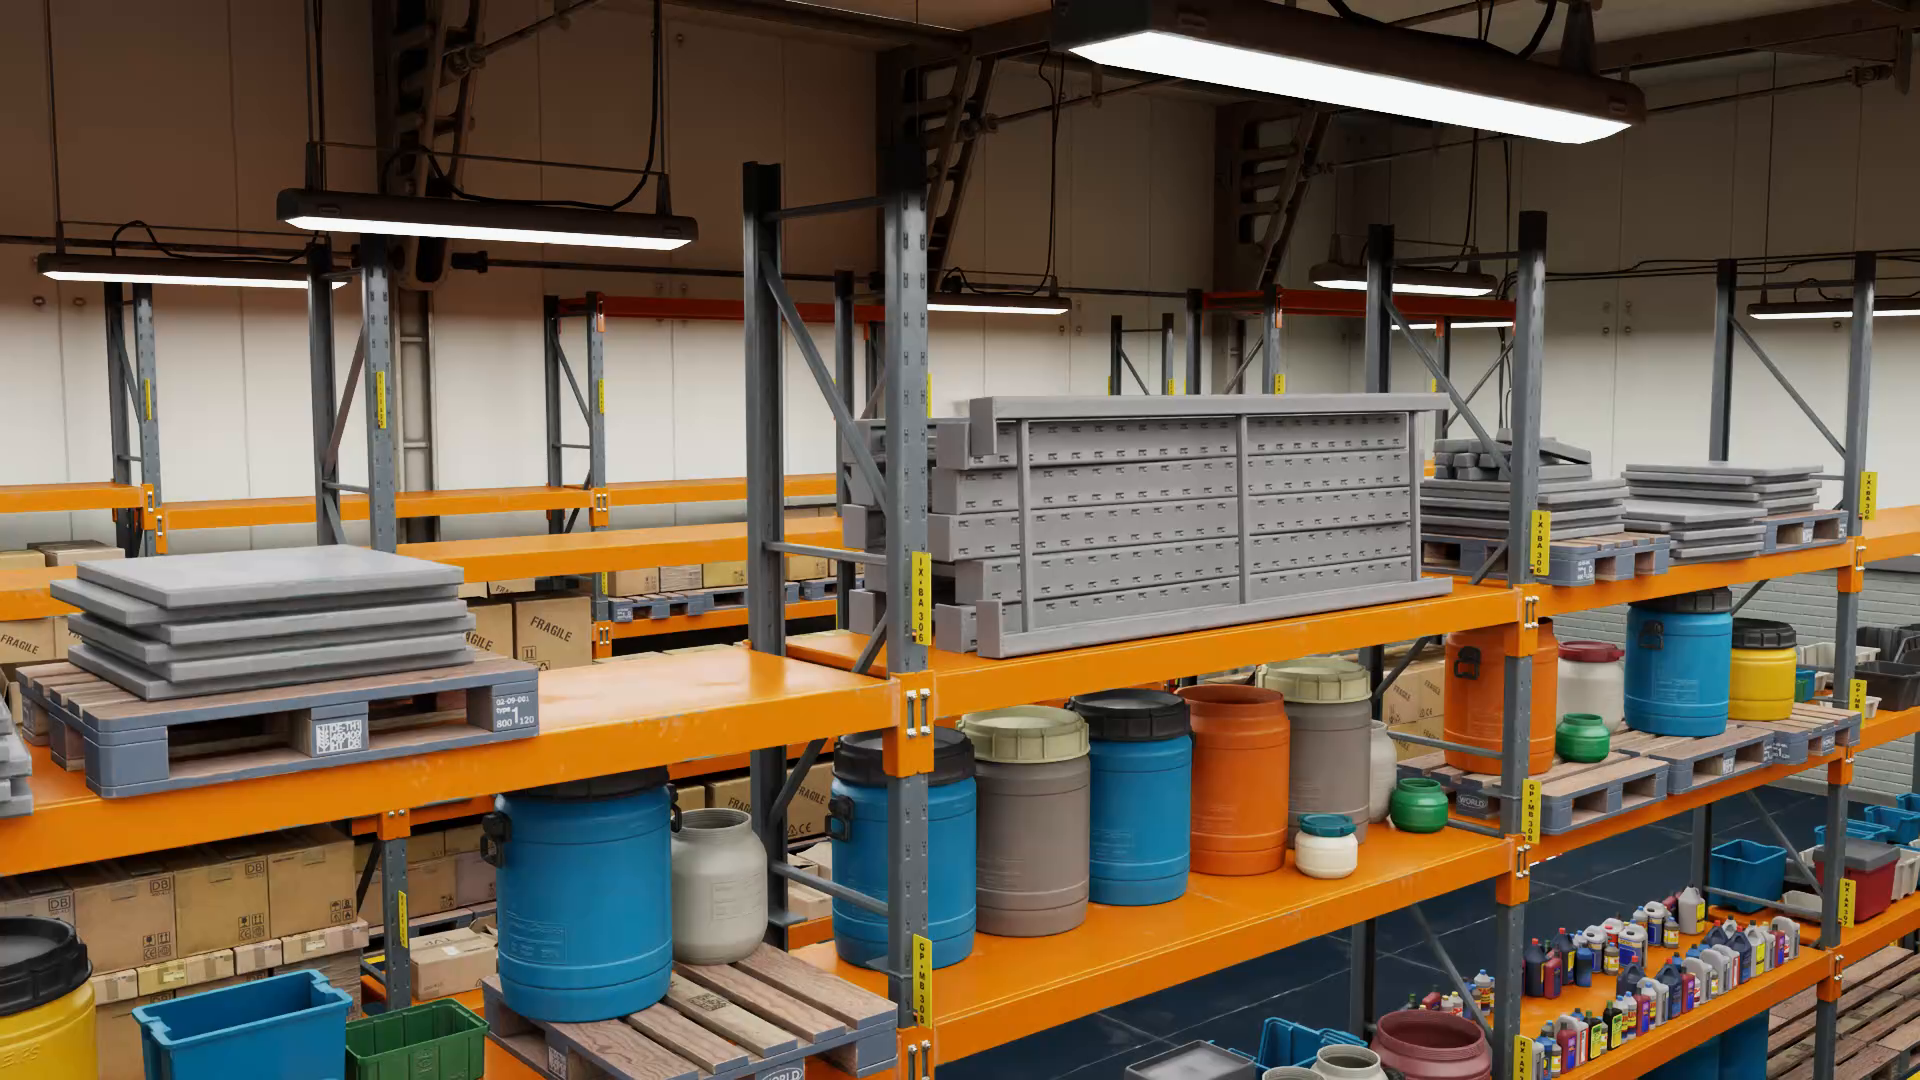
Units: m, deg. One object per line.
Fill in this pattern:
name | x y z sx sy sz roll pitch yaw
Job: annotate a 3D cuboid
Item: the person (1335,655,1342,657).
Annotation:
person | 4.801 2.297 21.244 0.768 1.683 0.531 -1 6 -6
